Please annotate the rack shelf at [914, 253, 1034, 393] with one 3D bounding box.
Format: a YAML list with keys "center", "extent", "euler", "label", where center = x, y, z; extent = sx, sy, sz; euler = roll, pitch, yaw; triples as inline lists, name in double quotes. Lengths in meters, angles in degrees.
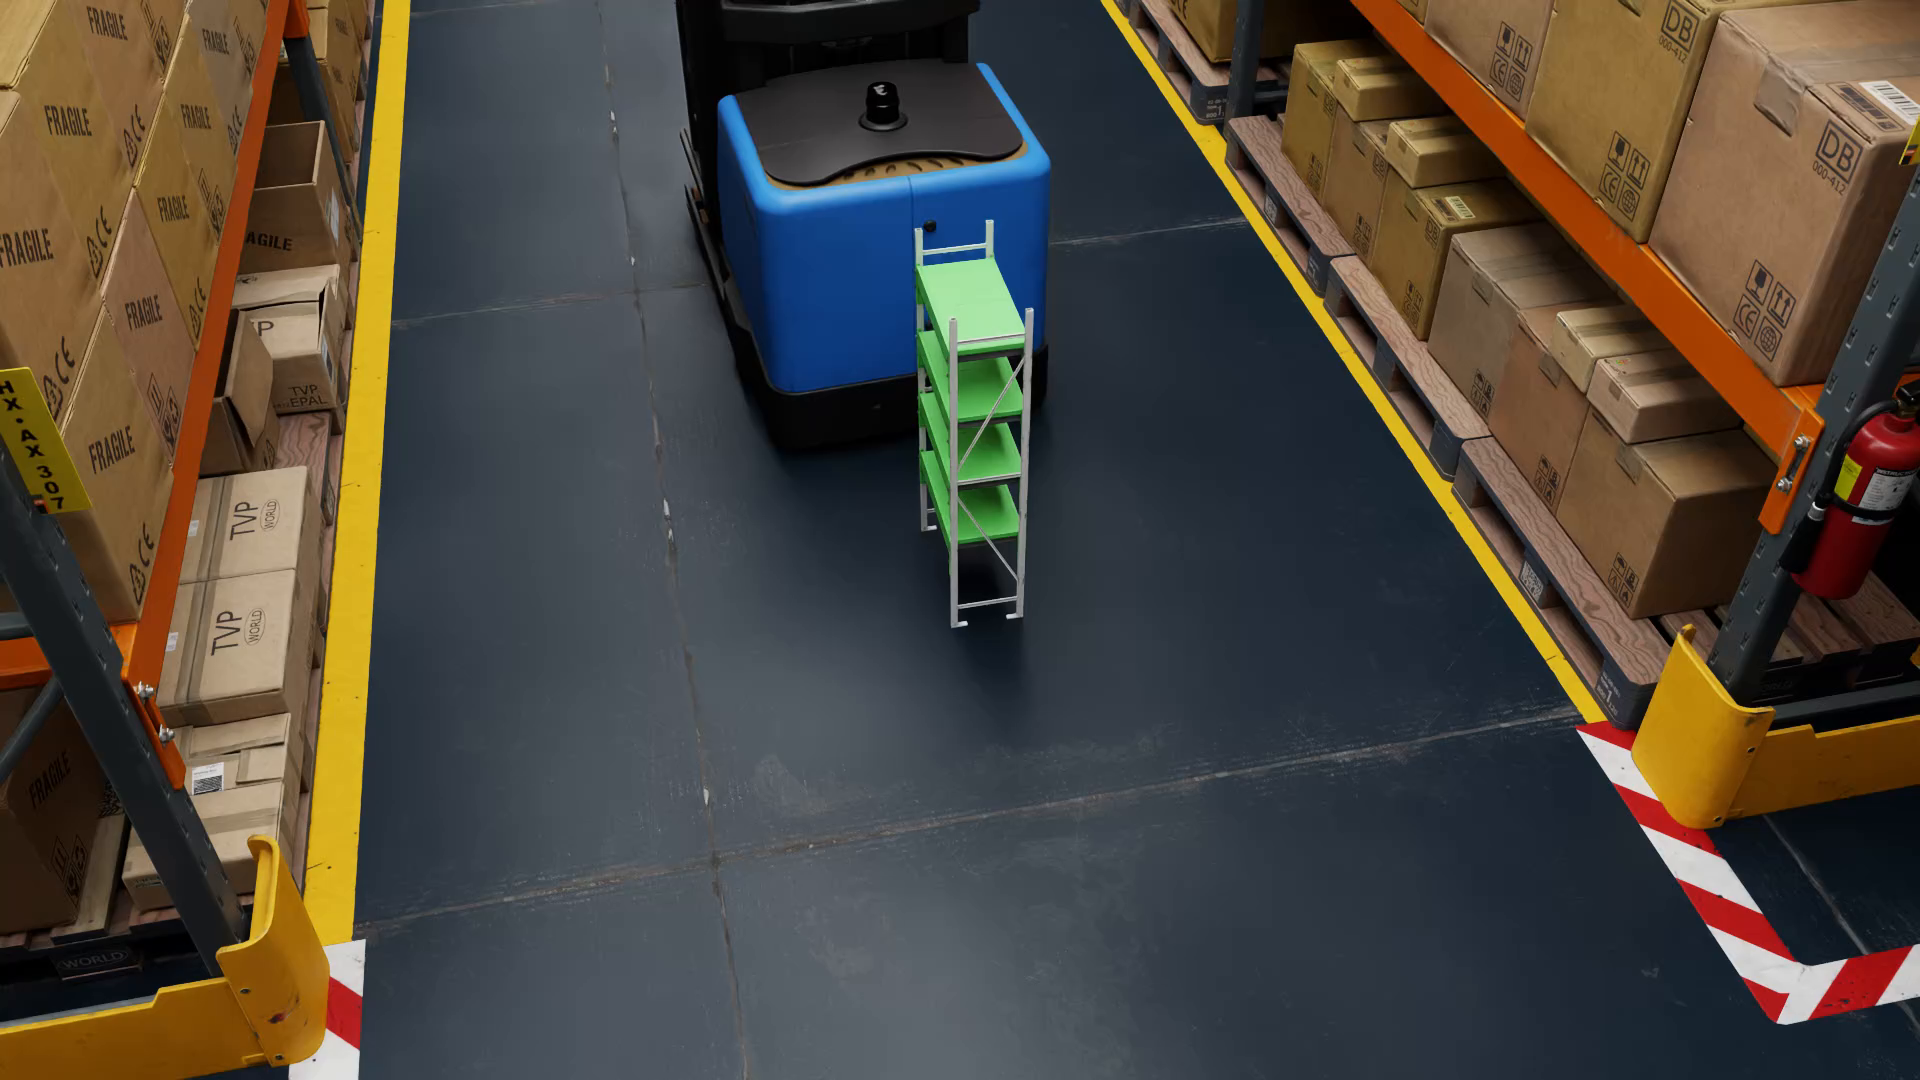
- center: [0.036, -0.653, 4.955]
  extent: [0.258, 0.148, 0.480]
  euler: [-8, 42, -9]
  label: "rack shelf"

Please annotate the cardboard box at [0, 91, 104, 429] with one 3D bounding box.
- center: [-2.061, -0.511, 3.238]
  extent: [0.500, 0.500, 0.500]
  euler: [-7, 42, -8]
  label: "cardboard box"

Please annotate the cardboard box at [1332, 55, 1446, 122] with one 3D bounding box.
- center: [1.707, -1.796, 6.592]
  extent: [0.380, 0.149, 0.250]
  euler: [-7, 42, -8]
  label: "cardboard box"

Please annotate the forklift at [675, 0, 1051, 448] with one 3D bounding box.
- center: [-0.572, -2.420, 6.269]
  extent: [1.130, 2.935, 3.031]
  euler: [-11, 43, -12]
  label: "forklift"

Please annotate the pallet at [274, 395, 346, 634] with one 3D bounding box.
- center: [-2.672, -0.086, 5.688]
  extent: [1.003, 0.211, 1.213]
  euler: [-8, 42, -9]
  label: "pallet"

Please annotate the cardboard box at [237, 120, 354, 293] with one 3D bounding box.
- center: [-2.686, -1.268, 6.471]
  extent: [0.500, 0.500, 0.500]
  euler: [-8, 42, -9]
  label: "cardboard box"

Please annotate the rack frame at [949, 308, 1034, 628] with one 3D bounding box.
- center: [0.088, -0.183, 5.053]
  extent: [0.240, 1.200, 0.015]
  euler: [-8, 42, -9]
  label: "rack frame"

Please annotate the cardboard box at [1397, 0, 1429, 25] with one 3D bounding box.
- center: [2.003, -2.364, 5.927]
  extent: [0.980, 0.700, 0.700]
  euler: [-9, 42, -10]
  label: "cardboard box"

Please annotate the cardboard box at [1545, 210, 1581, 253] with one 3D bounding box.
- center: [2.312, -1.160, 5.875]
  extent: [0.380, 0.149, 0.250]
  euler: [-8, 42, -9]
  label: "cardboard box"

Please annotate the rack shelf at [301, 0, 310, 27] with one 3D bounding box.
- center: [-3.518, -3.394, 7.856]
  extent: [1.077, 0.370, 4.000]
  euler: [-8, 42, -9]
  label: "rack shelf"

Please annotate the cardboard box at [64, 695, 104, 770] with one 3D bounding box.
- center: [-2.580, 0.528, 4.698]
  extent: [0.380, 0.166, 0.250]
  euler: [-8, 42, -9]
  label: "cardboard box"

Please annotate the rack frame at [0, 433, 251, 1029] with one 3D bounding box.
- center: [-2.223, 0.226, 3.236]
  extent: [1.000, 3.000, 0.127]
  euler: [-8, 42, -9]
  label: "rack frame"

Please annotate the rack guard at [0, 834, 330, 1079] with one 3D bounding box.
- center: [-2.239, 1.111, 4.121]
  extent: [1.175, 0.500, 0.348]
  euler: [-8, 42, -9]
  label: "rack guard"

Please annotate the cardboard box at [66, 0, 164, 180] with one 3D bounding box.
- center: [-2.284, -1.174, 3.984]
  extent: [0.500, 0.500, 0.500]
  euler: [-8, 42, -9]
  label: "cardboard box"

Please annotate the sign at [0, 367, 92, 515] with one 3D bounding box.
- center: [-1.693, -0.176, 3.036]
  extent: [0.100, 0.325, 0.005]
  euler: [-8, 42, -9]
  label: "sign"

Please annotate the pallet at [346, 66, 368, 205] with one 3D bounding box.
- center: [-3.298, -1.846, 7.671]
  extent: [1.003, 0.211, 1.213]
  euler: [-8, 42, -9]
  label: "pallet"

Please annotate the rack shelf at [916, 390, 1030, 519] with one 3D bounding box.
- center: [0.036, -0.294, 5.273]
  extent: [0.258, 0.148, 0.480]
  euler: [-8, 42, -9]
  label: "rack shelf"

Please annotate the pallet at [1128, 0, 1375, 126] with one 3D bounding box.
- center: [1.510, -2.526, 8.436]
  extent: [1.003, 0.211, 1.213]
  euler: [-8, 42, -9]
  label: "pallet"

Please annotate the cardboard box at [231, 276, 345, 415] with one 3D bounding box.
- center: [-2.524, -0.711, 5.986]
  extent: [0.500, 0.311, 0.500]
  euler: [-8, 42, -9]
  label: "cardboard box"

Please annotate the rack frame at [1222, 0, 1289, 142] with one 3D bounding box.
- center: [1.750, -3.079, 6.959]
  extent: [1.000, 3.000, 0.127]
  euler: [-8, 42, -9]
  label: "rack frame"

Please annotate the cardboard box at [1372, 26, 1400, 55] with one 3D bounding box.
- center: [1.974, -2.167, 7.010]
  extent: [0.380, 0.149, 0.250]
  euler: [-9, 42, -10]
  label: "cardboard box"

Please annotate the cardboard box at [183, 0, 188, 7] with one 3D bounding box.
- center: [-2.502, -1.829, 4.723]
  extent: [0.500, 0.500, 0.500]
  euler: [-8, 42, -9]
  label: "cardboard box"

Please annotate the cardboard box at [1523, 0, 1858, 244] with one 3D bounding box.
- center: [2.326, -1.398, 4.839]
  extent: [0.980, 0.700, 0.700]
  euler: [-9, 42, -10]
  label: "cardboard box"

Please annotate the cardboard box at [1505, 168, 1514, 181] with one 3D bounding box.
- center: [2.201, -1.491, 6.248]
  extent: [0.380, 0.149, 0.250]
  euler: [-8, 42, -9]
  label: "cardboard box"

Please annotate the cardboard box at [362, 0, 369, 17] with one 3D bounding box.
- center: [-3.288, -2.942, 8.356]
  extent: [0.500, 0.500, 0.500]
  euler: [-10, 43, -11]
  label: "cardboard box"

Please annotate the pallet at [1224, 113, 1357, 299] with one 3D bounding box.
- center: [1.838, -1.532, 7.317]
  extent: [1.003, 0.211, 1.213]
  euler: [-8, 42, -9]
  label: "pallet"

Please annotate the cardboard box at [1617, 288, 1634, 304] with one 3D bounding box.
- center: [2.423, -0.829, 5.502]
  extent: [0.380, 0.149, 0.250]
  euler: [-8, 42, -9]
  label: "cardboard box"

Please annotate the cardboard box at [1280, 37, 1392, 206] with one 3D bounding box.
- center: [1.811, -1.802, 7.087]
  extent: [0.700, 0.500, 0.500]
  euler: [-8, 42, -9]
  label: "cardboard box"

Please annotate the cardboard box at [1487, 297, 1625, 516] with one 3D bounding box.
- center: [2.257, -0.472, 5.589]
  extent: [0.700, 0.500, 0.500]
  euler: [-8, 42, -9]
  label: "cardboard box"

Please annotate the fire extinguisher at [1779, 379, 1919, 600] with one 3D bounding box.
- center: [2.195, -0.154, 4.003]
  extent: [0.296, 0.674, 0.183]
  euler: [-8, 42, -9]
  label: "fire extinguisher"

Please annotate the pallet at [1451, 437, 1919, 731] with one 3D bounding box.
- center: [2.364, 0.049, 5.535]
  extent: [1.003, 0.211, 1.213]
  euler: [-8, 42, -9]
  label: "pallet"

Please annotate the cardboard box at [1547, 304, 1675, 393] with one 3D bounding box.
- center: [2.103, -0.613, 5.259]
  extent: [0.380, 0.149, 0.250]
  euler: [-7, 42, -8]
  label: "cardboard box"

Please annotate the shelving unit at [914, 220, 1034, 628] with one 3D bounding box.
- center: [0.036, -0.341, 5.231]
  extent: [0.258, 1.200, 0.503]
  euler: [-8, 42, -9]
  label: "shelving unit"

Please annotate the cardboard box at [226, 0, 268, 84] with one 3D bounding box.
- center: [-2.615, -1.783, 5.424]
  extent: [0.500, 0.500, 0.500]
  euler: [-7, 42, -8]
  label: "cardboard box"

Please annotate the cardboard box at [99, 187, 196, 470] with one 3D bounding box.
- center: [-2.177, -0.471, 3.945]
  extent: [0.500, 0.500, 0.500]
  euler: [-9, 42, -10]
  label: "cardboard box"

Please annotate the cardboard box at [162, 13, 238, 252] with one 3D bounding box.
- center: [-2.389, -1.121, 4.678]
  extent: [0.500, 0.500, 0.500]
  euler: [-8, 42, -9]
  label: "cardboard box"

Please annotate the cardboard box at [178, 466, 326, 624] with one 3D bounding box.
- center: [-2.279, 0.048, 5.176]
  extent: [0.500, 0.250, 0.500]
  euler: [-8, 42, -9]
  label: "cardboard box"

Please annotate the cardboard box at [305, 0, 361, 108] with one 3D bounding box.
- center: [-3.078, -2.289, 7.621]
  extent: [0.500, 0.500, 0.500]
  euler: [-8, 42, -9]
  label: "cardboard box"

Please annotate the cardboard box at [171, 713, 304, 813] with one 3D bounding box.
- center: [-2.031, 0.638, 4.574]
  extent: [0.380, 0.166, 0.250]
  euler: [-8, 42, -9]
  label: "cardboard box"

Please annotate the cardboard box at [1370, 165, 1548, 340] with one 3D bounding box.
- center: [2.025, -1.143, 6.345]
  extent: [0.700, 0.500, 0.500]
  euler: [-7, 42, -8]
  label: "cardboard box"
